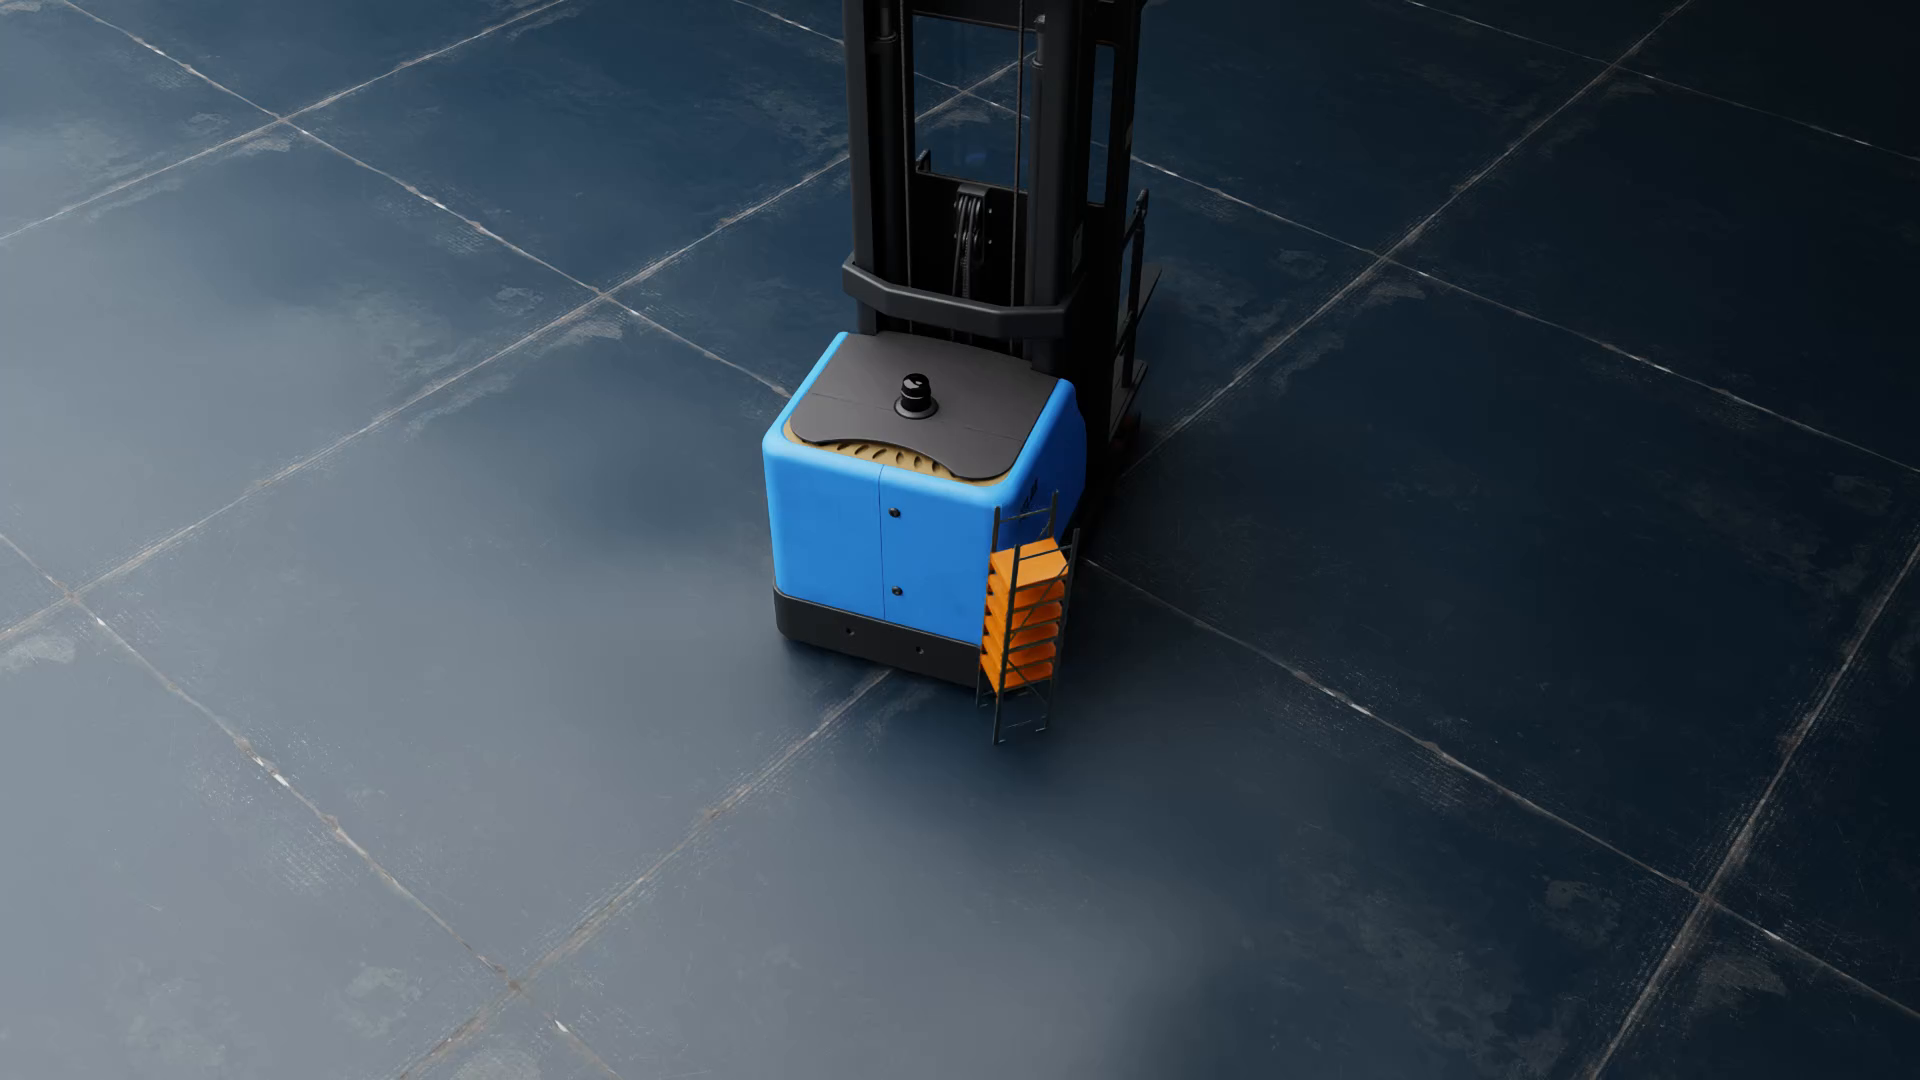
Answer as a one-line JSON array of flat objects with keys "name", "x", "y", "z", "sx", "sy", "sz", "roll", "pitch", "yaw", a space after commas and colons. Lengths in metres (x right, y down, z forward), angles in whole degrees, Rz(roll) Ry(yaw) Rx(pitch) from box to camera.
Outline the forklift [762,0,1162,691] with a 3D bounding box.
[{"name": "forklift", "x": 0.216, "y": -1.483, "z": 6.884, "sx": 1.130, "sy": 2.935, "sz": 3.031, "roll": 14, "pitch": 44, "yaw": 15}]

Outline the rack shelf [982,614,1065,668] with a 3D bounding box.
[{"name": "rack shelf", "x": 0.235, "y": 0.346, "z": 6.213, "sx": 0.258, "sy": 0.103, "sz": 0.180, "roll": -15, "pitch": 52, "yaw": -16}]

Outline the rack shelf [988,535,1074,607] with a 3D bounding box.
[{"name": "rack shelf", "x": 0.252, "y": 0.110, "z": 5.942, "sx": 0.258, "sy": 0.103, "sz": 0.180, "roll": -15, "pitch": 52, "yaw": -16}]

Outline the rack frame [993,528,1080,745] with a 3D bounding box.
[{"name": "rack frame", "x": 0.270, "y": 0.382, "z": 6.125, "sx": 0.240, "sy": 1.200, "sz": 0.006, "roll": -15, "pitch": 52, "yaw": -16}]

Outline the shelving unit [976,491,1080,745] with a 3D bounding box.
[{"name": "shelving unit", "x": 0.237, "y": 0.317, "z": 6.180, "sx": 0.258, "sy": 1.200, "sz": 0.189, "roll": -15, "pitch": 52, "yaw": -16}]

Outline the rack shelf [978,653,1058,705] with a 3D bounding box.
[{"name": "rack shelf", "x": 0.223, "y": 0.503, "z": 6.394, "sx": 0.258, "sy": 0.103, "sz": 0.180, "roll": -15, "pitch": 52, "yaw": -16}]

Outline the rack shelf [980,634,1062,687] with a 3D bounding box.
[{"name": "rack shelf", "x": 0.229, "y": 0.425, "z": 6.304, "sx": 0.258, "sy": 0.103, "sz": 0.180, "roll": -15, "pitch": 52, "yaw": -16}]

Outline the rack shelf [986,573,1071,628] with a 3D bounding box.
[{"name": "rack shelf", "x": 0.246, "y": 0.189, "z": 6.032, "sx": 0.258, "sy": 0.103, "sz": 0.180, "roll": -15, "pitch": 52, "yaw": -16}]

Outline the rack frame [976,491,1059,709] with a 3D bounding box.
[{"name": "rack frame", "x": 0.204, "y": 0.252, "z": 6.234, "sx": 0.240, "sy": 1.200, "sz": 0.006, "roll": -15, "pitch": 52, "yaw": -16}]

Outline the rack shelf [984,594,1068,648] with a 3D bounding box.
[{"name": "rack shelf", "x": 0.241, "y": 0.268, "z": 6.123, "sx": 0.258, "sy": 0.103, "sz": 0.180, "roll": -15, "pitch": 52, "yaw": -16}]
